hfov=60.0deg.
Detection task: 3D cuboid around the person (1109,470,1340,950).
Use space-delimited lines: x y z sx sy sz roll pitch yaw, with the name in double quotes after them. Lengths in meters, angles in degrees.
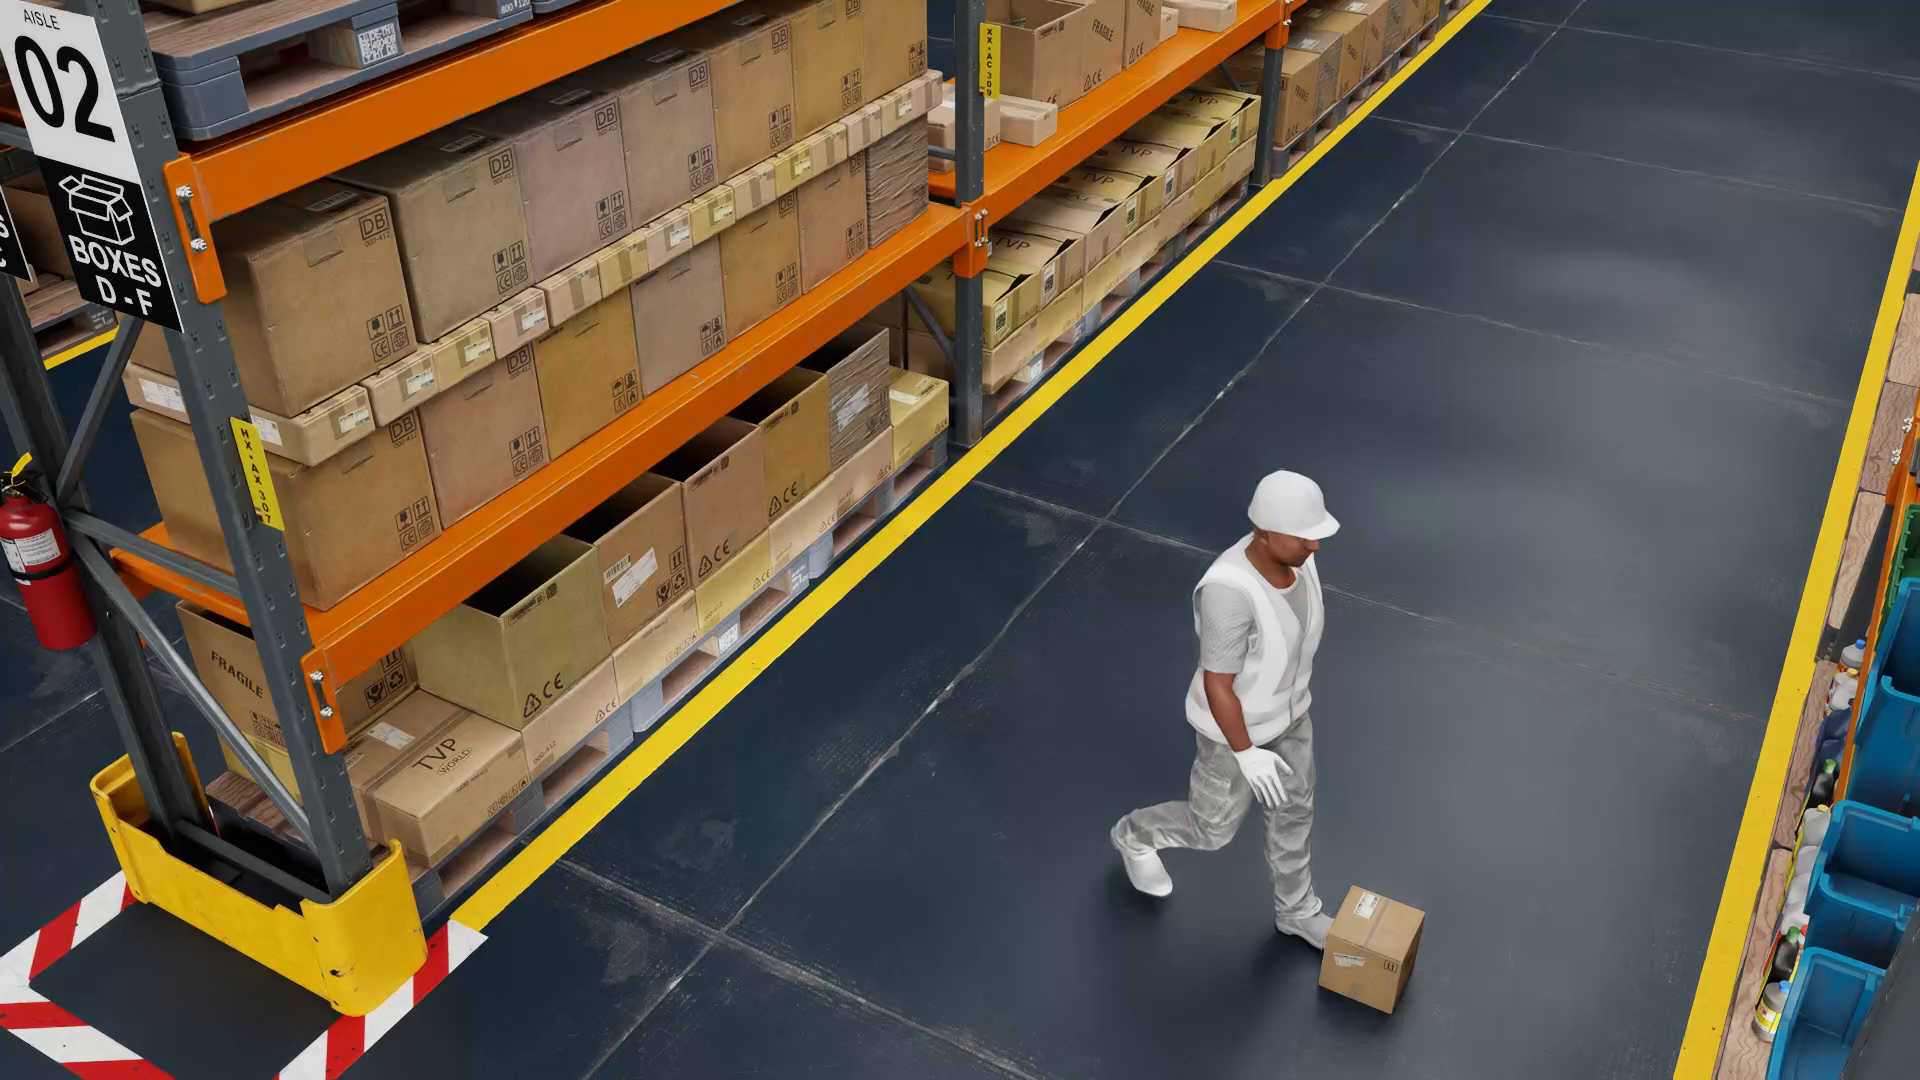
0.931 0.560 5.286 0.887 1.773 0.554 27 42 34 "person"
